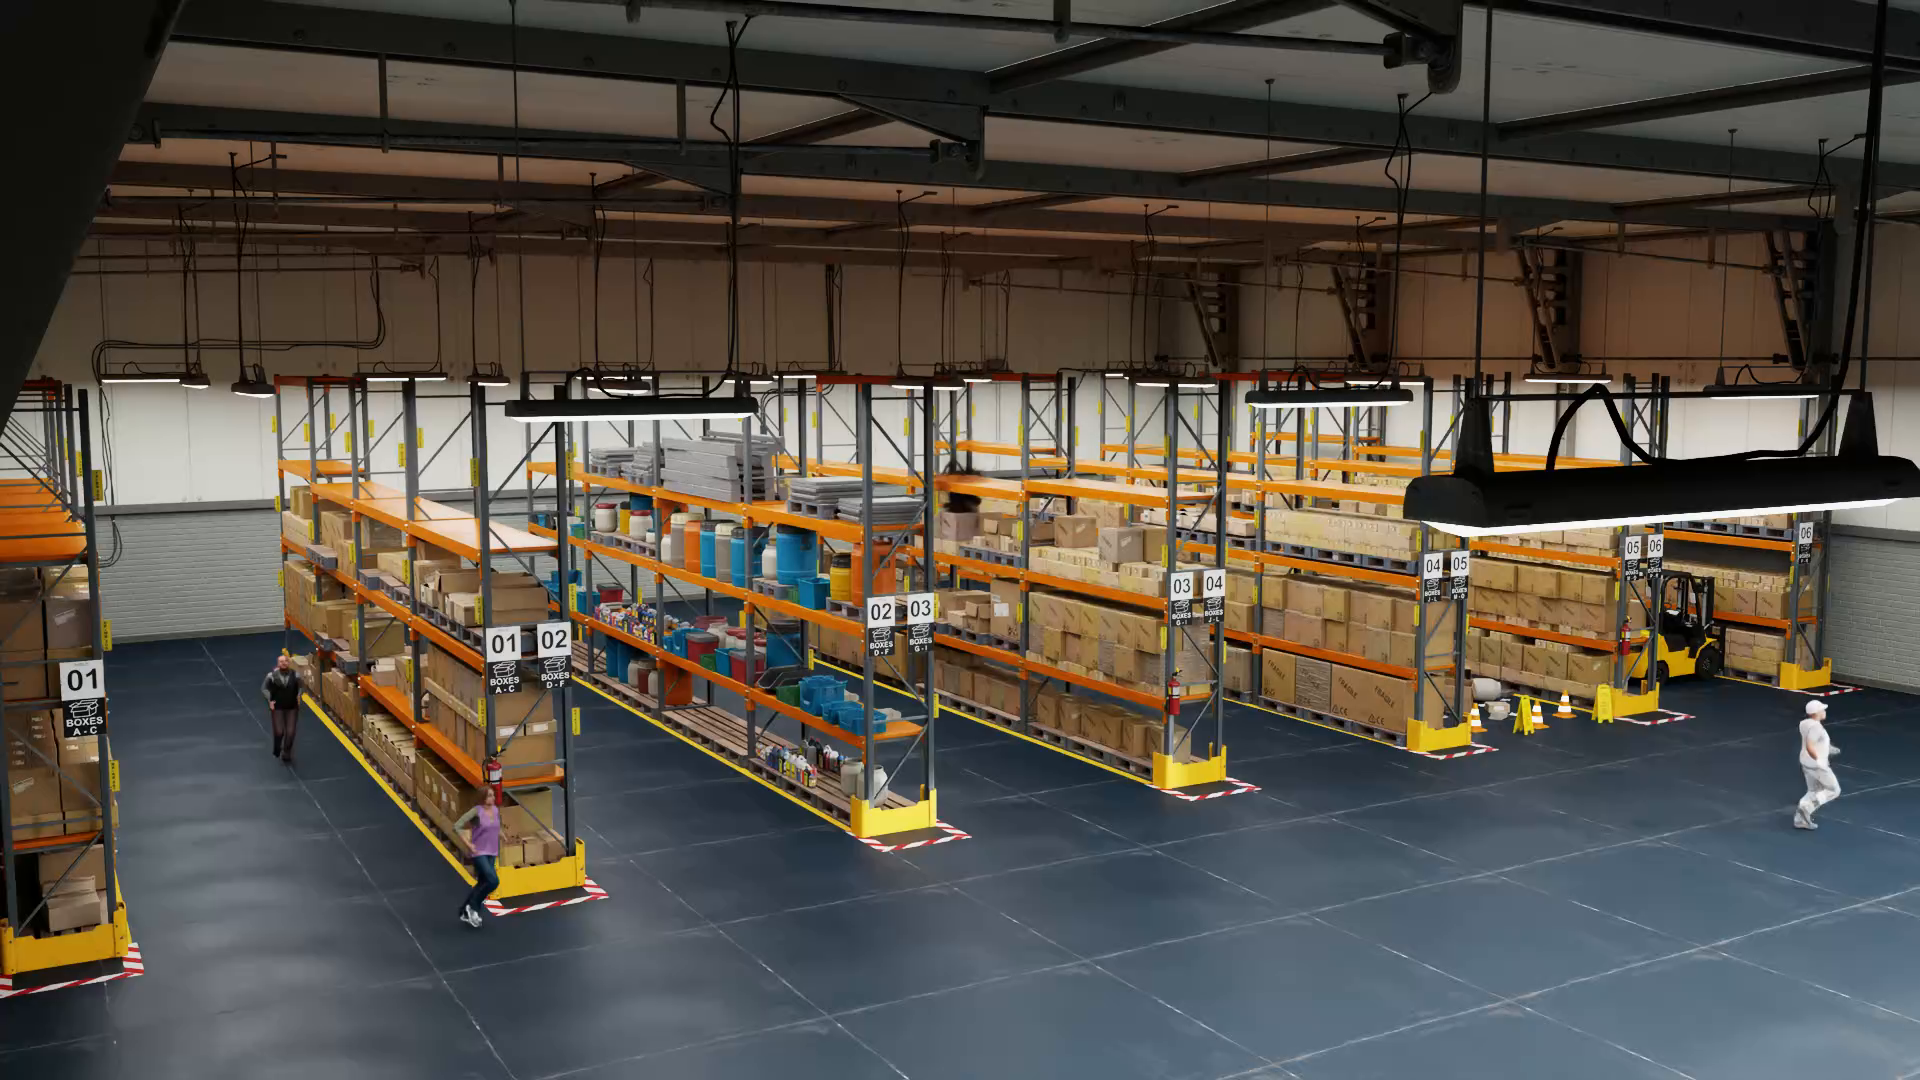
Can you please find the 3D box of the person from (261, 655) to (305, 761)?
[{"bbox_3d":[-10.578,2.648,26.062,0.639,1.676,0.572,-4,7,-30],"label":"person"}]

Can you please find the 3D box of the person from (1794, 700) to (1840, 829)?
[{"bbox_3d":[11.535,3.018,22.330,0.589,1.743,0.647,1,6,5],"label":"person"}]

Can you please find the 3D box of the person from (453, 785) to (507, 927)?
[{"bbox_3d":[-5.320,3.511,18.573,0.583,1.549,0.566,3,7,24],"label":"person"}]

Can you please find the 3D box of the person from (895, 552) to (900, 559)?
[{"bbox_3d":[-1.586,1.155,39.963,0.658,1.620,0.587,-2,7,-19],"label":"person"}]
